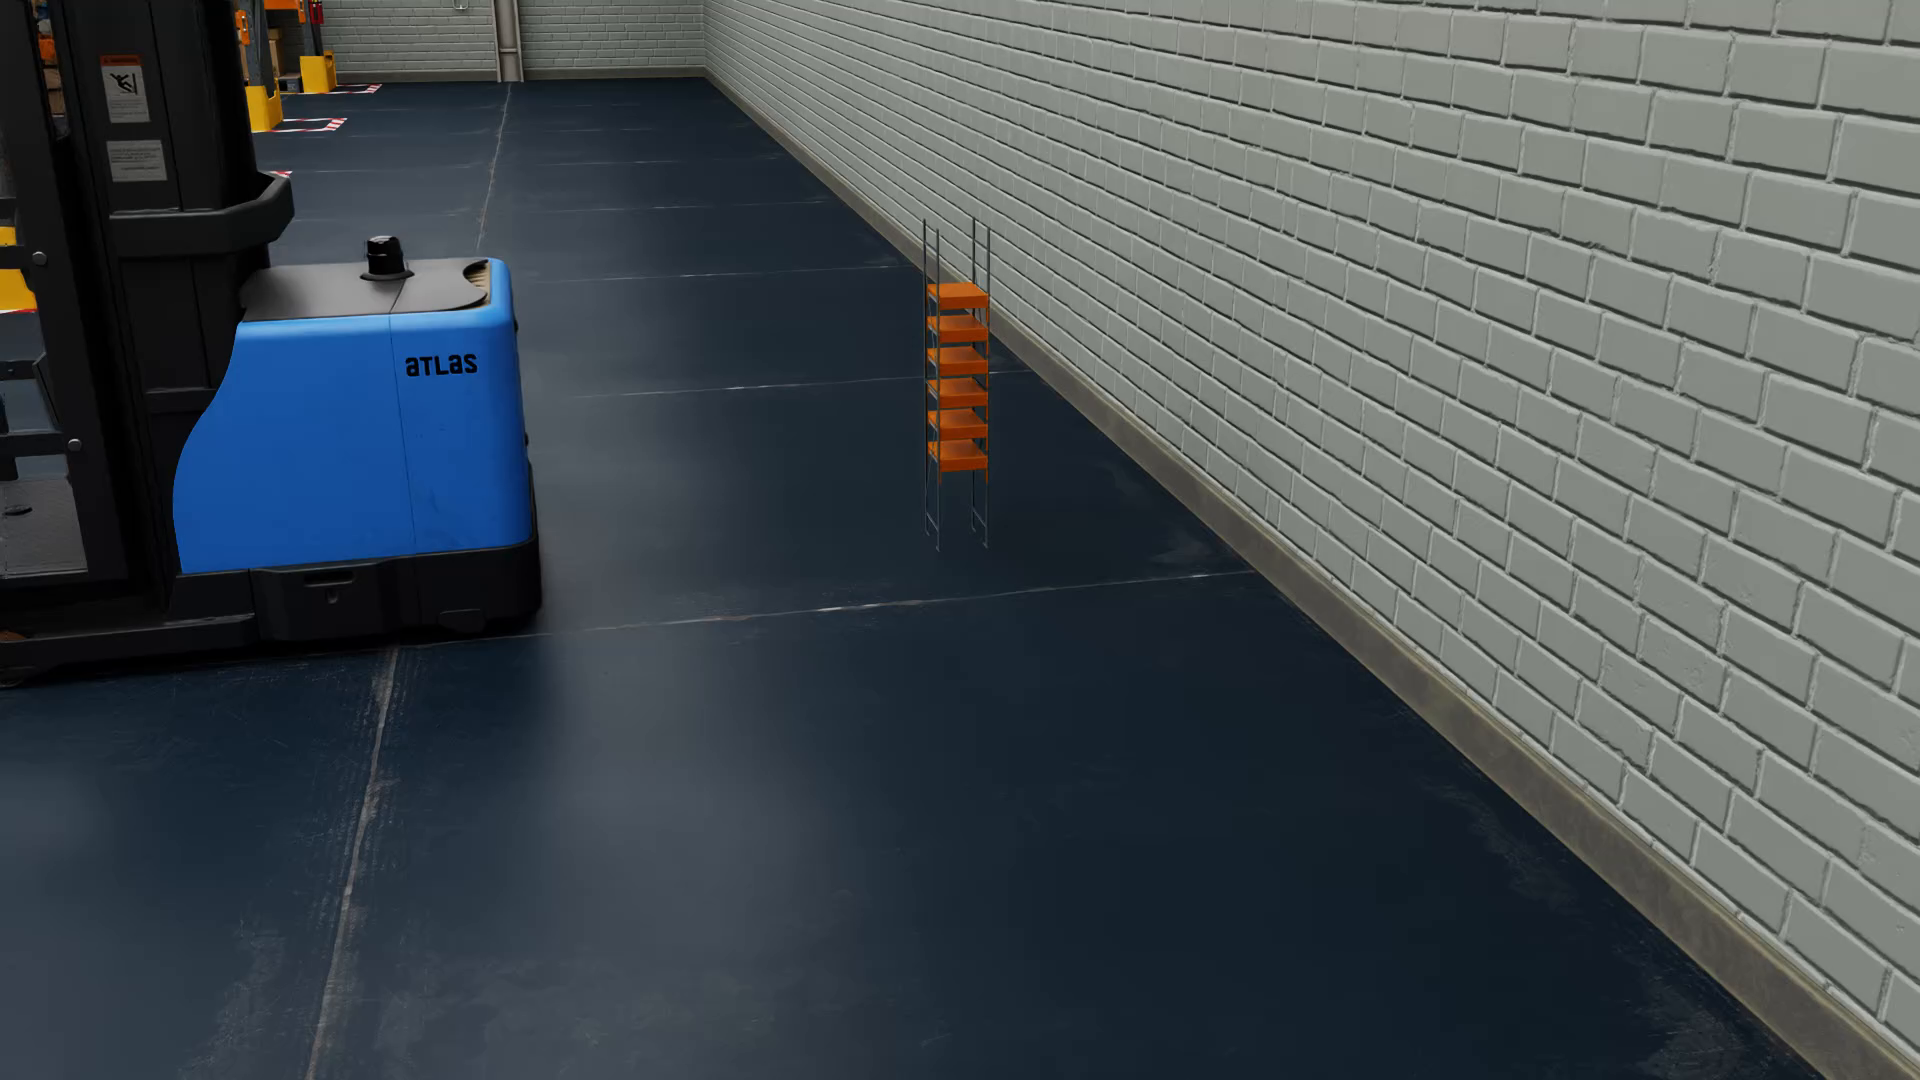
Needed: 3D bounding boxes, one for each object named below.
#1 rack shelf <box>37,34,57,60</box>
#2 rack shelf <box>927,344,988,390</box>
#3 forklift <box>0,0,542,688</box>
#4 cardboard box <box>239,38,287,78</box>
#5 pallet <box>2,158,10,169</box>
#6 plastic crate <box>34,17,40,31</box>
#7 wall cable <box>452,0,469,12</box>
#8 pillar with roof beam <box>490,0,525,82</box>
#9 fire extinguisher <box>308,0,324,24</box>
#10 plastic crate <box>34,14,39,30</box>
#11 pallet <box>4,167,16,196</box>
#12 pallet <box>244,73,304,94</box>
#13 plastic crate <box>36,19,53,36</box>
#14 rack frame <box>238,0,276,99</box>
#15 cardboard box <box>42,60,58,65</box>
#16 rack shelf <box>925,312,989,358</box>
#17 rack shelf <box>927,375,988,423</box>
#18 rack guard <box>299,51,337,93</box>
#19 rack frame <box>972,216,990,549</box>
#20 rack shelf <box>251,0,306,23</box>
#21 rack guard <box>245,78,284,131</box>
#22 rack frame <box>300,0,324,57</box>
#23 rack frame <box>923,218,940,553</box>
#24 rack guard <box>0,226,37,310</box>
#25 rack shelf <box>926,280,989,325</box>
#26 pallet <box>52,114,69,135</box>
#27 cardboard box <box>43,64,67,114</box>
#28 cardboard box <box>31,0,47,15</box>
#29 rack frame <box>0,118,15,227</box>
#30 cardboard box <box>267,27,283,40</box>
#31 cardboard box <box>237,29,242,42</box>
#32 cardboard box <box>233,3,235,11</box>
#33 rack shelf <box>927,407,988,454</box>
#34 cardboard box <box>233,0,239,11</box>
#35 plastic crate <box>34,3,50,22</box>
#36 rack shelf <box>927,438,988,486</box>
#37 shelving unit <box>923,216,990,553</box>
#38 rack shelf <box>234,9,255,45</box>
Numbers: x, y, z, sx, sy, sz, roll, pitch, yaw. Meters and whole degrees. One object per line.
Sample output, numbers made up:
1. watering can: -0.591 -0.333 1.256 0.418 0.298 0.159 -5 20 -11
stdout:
1. rack shelf: -9.017 -4.172 14.390 4.000 0.370 1.077 -5 21 -12
2. rack shelf: -0.014 -0.633 6.079 0.180 0.103 0.258 -5 21 -12
3. forklift: -2.963 -1.109 5.080 3.031 2.935 1.130 -5 21 -14
4. cardboard box: -10.009 -6.919 23.866 0.500 0.500 0.700 -5 21 -12
5. pallet: -9.067 -3.212 14.775 1.213 0.211 1.003 -5 21 -12
6. plastic crate: -8.108 -4.430 14.342 0.243 0.136 0.396 -5 21 -12
7. wall cable: -8.322 -8.880 24.718 1.851 1.984 0.084 -5 21 -12
8. pillar with roof beam: -5.931 -9.864 20.159 0.400 9.000 9.100 -5 21 -12
9. fire extinguisher: -9.097 -7.631 23.440 0.183 0.674 0.296 -5 21 -12
10. plastic crate: -8.378 -4.612 14.841 0.298 0.136 0.250 -5 21 -12
11. pallet: -7.882 -3.307 15.035 1.213 0.211 1.003 -5 21 -12
12. pallet: -10.111 -6.586 23.987 1.213 0.211 1.003 -5 21 -12
13. plastic crate: -7.823 -4.448 14.392 0.243 0.136 0.396 -5 21 -12
14. rack frame: -8.207 -6.327 19.225 0.127 3.000 1.000 -5 21 -12
15. cardboard box: -12.492 -6.716 23.313 0.500 0.500 0.700 -4 21 -12
16. rack shelf: -0.014 -0.746 6.038 0.180 0.103 0.258 -5 21 -12
17. rack shelf: -0.014 -0.521 6.120 0.180 0.103 0.258 -5 21 -12
18. rack guard: -9.327 -6.813 24.186 0.348 0.500 1.175 -5 21 -12
19. rack frame: 0.075 -0.569 6.125 0.006 1.200 0.240 -5 21 -12
20. rack shelf: -11.297 -7.489 23.443 4.000 0.370 1.077 -5 21 -12
21. rack guard: -8.281 -5.147 19.639 0.348 0.500 1.175 -5 21 -12
22. rack frame: -9.350 -7.985 23.751 0.127 3.000 1.000 -5 21 -12
23. rack frame: -0.103 -0.555 6.085 0.006 1.200 0.240 -5 21 -12
24. rack guard: -5.908 -1.839 10.608 0.348 0.500 1.175 -5 21 -12
25. rack shelf: -0.014 -0.859 5.997 0.180 0.103 0.258 -5 21 -12
26. pallet: -10.241 -4.853 19.255 1.213 0.211 1.003 -5 21 -12
27. cardboard box: -10.272 -5.195 19.126 0.637 0.503 0.797 -5 21 -12
28. cardboard box: -10.061 -6.128 18.536 0.500 0.500 0.500 -5 21 -13
29. rack frame: -5.931 -3.011 10.172 0.127 3.000 1.000 -5 21 -12
30. cardboard box: -9.933 -7.301 23.965 0.250 0.149 0.380 -5 21 -12
31. cardboard box: -10.092 -7.153 23.560 0.250 0.149 0.380 -5 21 -13
32. cardboard box: -8.580 -6.247 18.863 0.500 0.500 0.500 -4 20 -11
33. rack shelf: -0.014 -0.408 6.162 0.180 0.103 0.258 -5 21 -12
34. cardboard box: -8.699 -6.427 19.353 0.500 0.500 0.500 -4 21 -11
35. plastic crate: -8.027 -4.657 14.822 0.300 0.233 0.416 -5 21 -12
36. rack shelf: -0.014 -0.295 6.203 0.180 0.103 0.258 -5 21 -12
37. shelving unit: -0.014 -0.562 6.105 0.189 1.200 0.258 -5 21 -12
38. rack shelf: -10.153 -5.831 18.917 4.000 0.370 1.077 -5 21 -12
